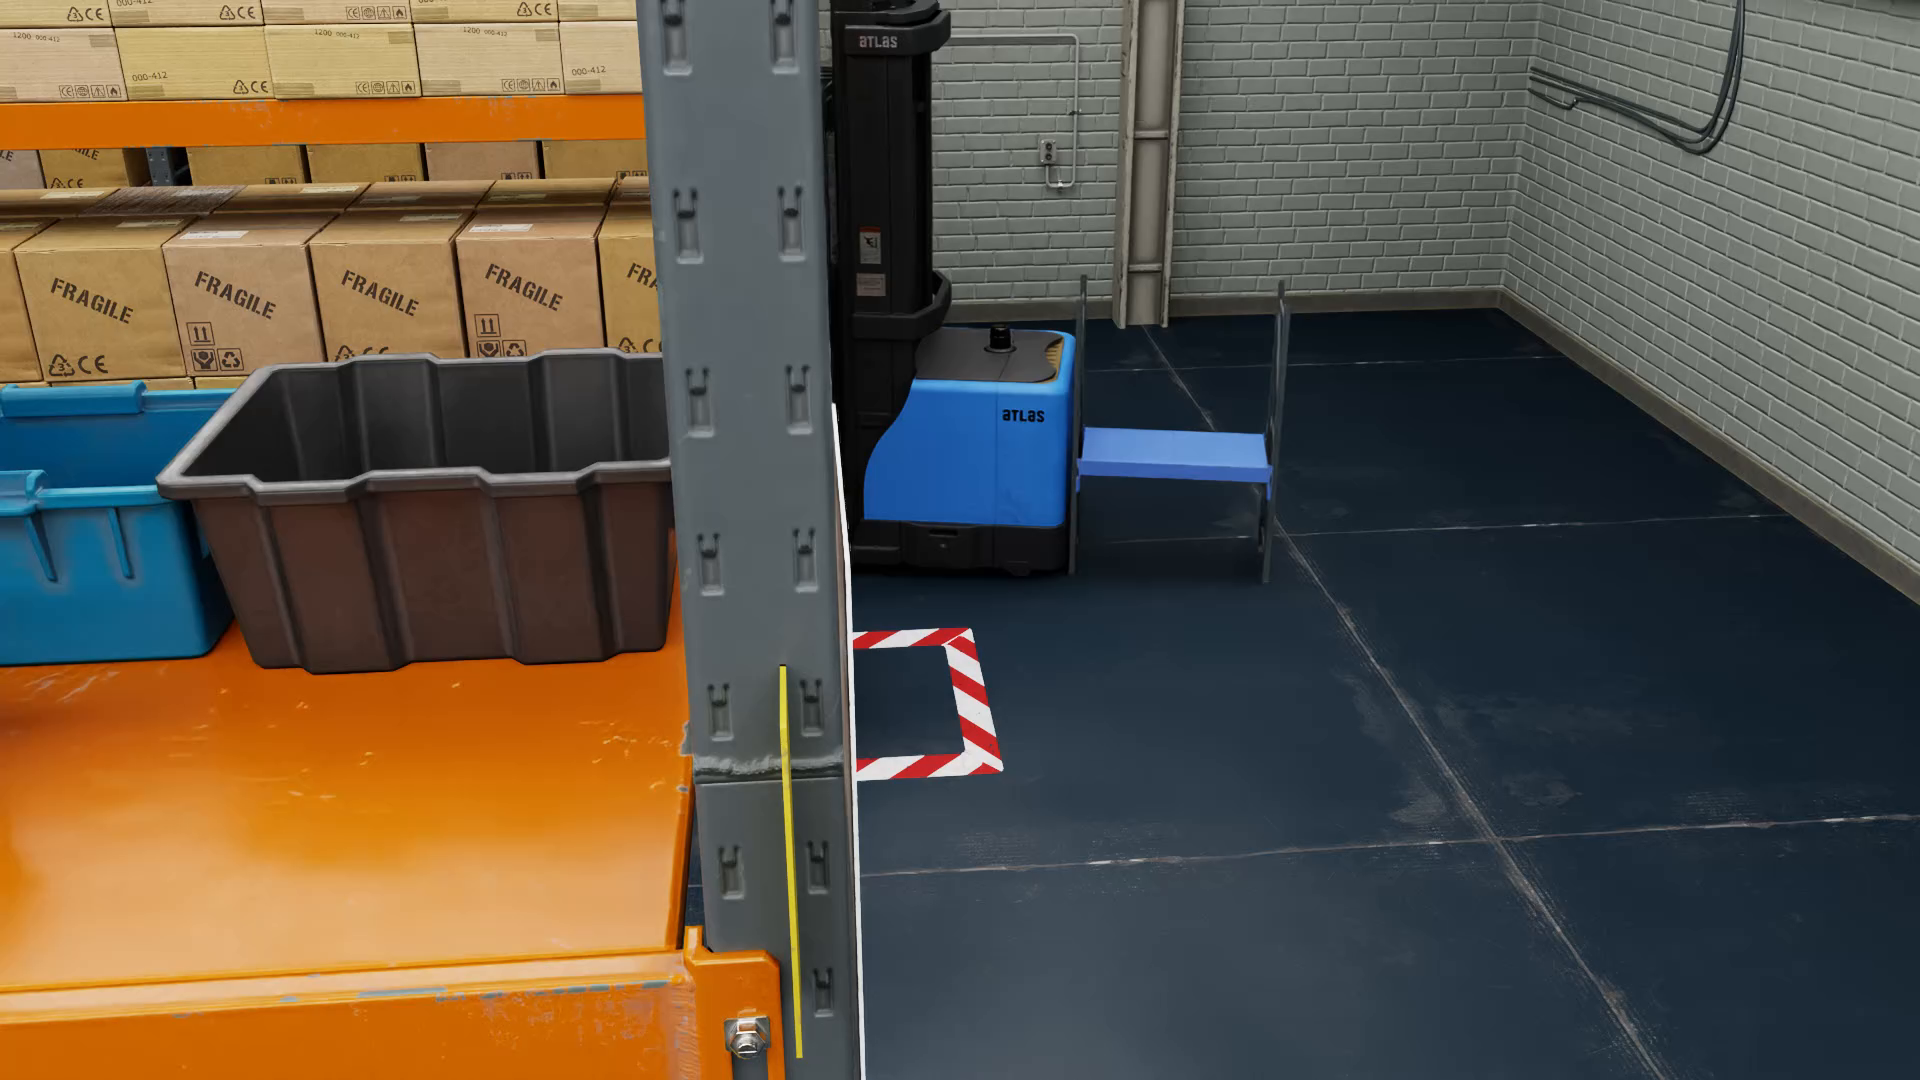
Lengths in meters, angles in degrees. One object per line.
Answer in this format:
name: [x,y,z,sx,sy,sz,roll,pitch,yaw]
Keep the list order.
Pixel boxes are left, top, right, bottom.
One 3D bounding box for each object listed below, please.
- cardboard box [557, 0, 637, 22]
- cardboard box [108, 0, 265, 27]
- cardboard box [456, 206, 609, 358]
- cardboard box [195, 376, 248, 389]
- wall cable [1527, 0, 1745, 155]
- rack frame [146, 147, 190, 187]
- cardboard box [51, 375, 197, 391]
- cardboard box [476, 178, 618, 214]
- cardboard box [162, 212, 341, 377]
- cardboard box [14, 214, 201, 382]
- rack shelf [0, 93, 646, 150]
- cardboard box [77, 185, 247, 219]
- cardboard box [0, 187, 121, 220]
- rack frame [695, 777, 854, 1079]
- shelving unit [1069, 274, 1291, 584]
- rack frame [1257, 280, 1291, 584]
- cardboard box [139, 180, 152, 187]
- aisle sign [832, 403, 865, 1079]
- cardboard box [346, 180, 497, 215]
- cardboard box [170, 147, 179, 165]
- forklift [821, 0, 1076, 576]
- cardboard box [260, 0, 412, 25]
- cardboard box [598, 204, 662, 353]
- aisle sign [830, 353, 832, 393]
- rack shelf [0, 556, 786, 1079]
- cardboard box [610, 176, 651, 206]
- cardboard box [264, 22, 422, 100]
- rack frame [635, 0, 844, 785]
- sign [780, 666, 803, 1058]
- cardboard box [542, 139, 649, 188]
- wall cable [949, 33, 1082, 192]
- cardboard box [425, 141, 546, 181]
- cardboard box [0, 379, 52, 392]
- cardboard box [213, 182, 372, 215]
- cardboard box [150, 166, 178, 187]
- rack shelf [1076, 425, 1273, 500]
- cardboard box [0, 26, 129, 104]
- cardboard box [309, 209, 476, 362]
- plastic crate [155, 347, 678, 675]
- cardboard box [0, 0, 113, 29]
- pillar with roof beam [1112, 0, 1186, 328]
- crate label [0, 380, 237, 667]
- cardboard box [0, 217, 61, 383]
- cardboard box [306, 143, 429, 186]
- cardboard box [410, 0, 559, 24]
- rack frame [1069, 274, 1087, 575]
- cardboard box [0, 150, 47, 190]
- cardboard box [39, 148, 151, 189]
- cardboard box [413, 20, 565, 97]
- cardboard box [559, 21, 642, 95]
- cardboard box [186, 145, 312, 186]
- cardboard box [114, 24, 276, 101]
cardboard box: [-1.180,-2.037,6.017,0.500,0.250,0.500,-2,24,-5]
cardboard box: [-2.672,-1.976,5.879,0.500,0.250,0.500,-2,24,-5]
cardboard box: [-1.612,-0.983,6.415,0.500,0.500,0.500,-2,24,-4]
cardboard box: [-2.627,-0.488,6.532,0.500,0.500,0.500,-3,24,-6]
wall cable: [4.480,-4.036,11.074,0.112,2.526,3.097,-2,24,-5]
rack frame: [-5.165,-2.473,11.120,0.127,3.000,1.000,-2,24,-5]
cardboard box: [-3.133,-0.467,6.485,0.500,0.500,0.500,-2,24,-5]
cardboard box: [-1.681,-1.198,6.898,0.500,0.500,0.500,-2,24,-5]
cardboard box: [-2.639,-0.940,6.318,0.500,0.500,0.500,-2,24,-4]
cardboard box: [-3.153,-0.919,6.271,0.500,0.500,0.500,-3,24,-7]
rack shelf: [-2.684,-1.592,6.332,4.000,0.370,1.077,-2,24,-5]
cardboard box: [-3.185,-1.140,6.767,0.500,0.500,0.500,-2,24,-5]
cardboard box: [-3.687,-1.120,6.722,0.500,0.500,0.500,-3,24,-6]
rack frame: [-0.210,1.372,2.470,0.127,3.000,1.000,-2,24,-5]
shelving unit: [1.126,-0.580,8.708,1.048,1.500,0.538,3,24,6]
rack frame: [1.631,-0.557,8.656,0.032,1.500,0.500,3,24,6]
cardboard box: [-5.473,-2.239,10.879,0.250,0.149,0.380,-2,24,-5]
aisle sign: [-0.110,0.300,1.682,0.004,0.787,0.394,-2,24,-5]
cardboard box: [-2.179,-1.180,6.857,0.500,0.500,0.500,-2,24,-4]
cardboard box: [-5.647,-2.747,11.223,0.500,0.500,0.500,-3,24,-7]
forklift: [-0.897,-1.392,8.772,3.031,2.935,1.130,3,24,6]
cardboard box: [-2.175,-1.999,5.930,0.500,0.250,0.500,-2,24,-5]
cardboard box: [-1.109,-1.004,6.461,0.500,0.500,0.500,-3,24,-6]
aisle sign: [-0.168,0.061,2.219,0.004,0.787,0.394,-2,24,-5]
rack shelf: [-2.201,0.410,1.827,4.000,0.370,1.077,-2,24,-5]
cardboard box: [-1.161,-1.222,6.951,0.500,0.500,0.500,-2,24,-4]
cardboard box: [-2.174,-1.765,6.018,0.500,0.250,0.500,-2,24,-5]
rack frame: [-0.210,-1.369,1.252,0.127,3.000,1.000,-2,24,-5]
sign: [-0.140,0.271,1.383,0.005,0.325,0.100,-2,24,-5]
cardboard box: [-2.414,-2.711,11.288,0.700,0.700,0.980,-2,24,-6]
wall cable: [-0.003,-3.530,12.248,1.851,1.984,0.084,-2,24,-5]
cardboard box: [-3.173,-2.685,11.228,0.700,0.700,0.980,-3,24,-8]
cardboard box: [-3.631,-0.448,6.442,0.500,0.500,0.500,-2,24,-4]
cardboard box: [-2.684,-1.159,6.811,0.500,0.500,0.500,-3,24,-6]
cardboard box: [-5.518,-2.434,11.317,0.250,0.149,0.380,-3,24,-7]
rack shelf: [1.126,-0.415,8.781,1.000,0.185,0.538,3,24,6]
cardboard box: [-3.170,-1.730,5.940,0.500,0.250,0.500,-2,24,-5]
cardboard box: [-2.128,-0.961,6.364,0.500,0.500,0.500,-2,24,-4]
plastic crate: [-0.621,-0.036,2.106,0.590,0.269,0.497,-2,24,-5]
cardboard box: [-3.170,-1.956,5.834,0.500,0.250,0.500,-2,24,-5]
pillar with roof beam: [1.841,-4.091,7.375,0.400,9.000,9.100,-2,24,-5]
crate label: [-1.160,-0.024,2.102,0.502,0.251,0.408,-2,24,-5]
cardboard box: [-3.664,-0.899,6.225,0.500,0.500,0.500,-3,24,-7]
cardboard box: [-3.896,-2.652,11.154,0.700,0.700,0.980,-3,24,-6]
cardboard box: [-1.677,-2.017,5.971,0.500,0.250,0.500,-2,24,-5]
rack frame: [0.621,-0.603,8.760,0.032,1.500,0.500,3,24,6]
cardboard box: [-6.106,-2.519,10.710,0.500,0.500,0.500,-2,24,-5]
cardboard box: [-5.599,-2.543,10.765,0.500,0.500,0.500,-3,24,-6]
cardboard box: [-1.678,-1.790,6.075,0.500,0.250,0.500,-2,24,-5]
cardboard box: [-1.179,-1.805,6.110,0.500,0.250,0.500,-2,24,-5]
cardboard box: [-4.623,-2.625,11.093,0.700,0.700,0.980,-2,24,-4]
cardboard box: [-2.673,-1.751,5.988,0.500,0.250,0.500,-2,24,-5]
